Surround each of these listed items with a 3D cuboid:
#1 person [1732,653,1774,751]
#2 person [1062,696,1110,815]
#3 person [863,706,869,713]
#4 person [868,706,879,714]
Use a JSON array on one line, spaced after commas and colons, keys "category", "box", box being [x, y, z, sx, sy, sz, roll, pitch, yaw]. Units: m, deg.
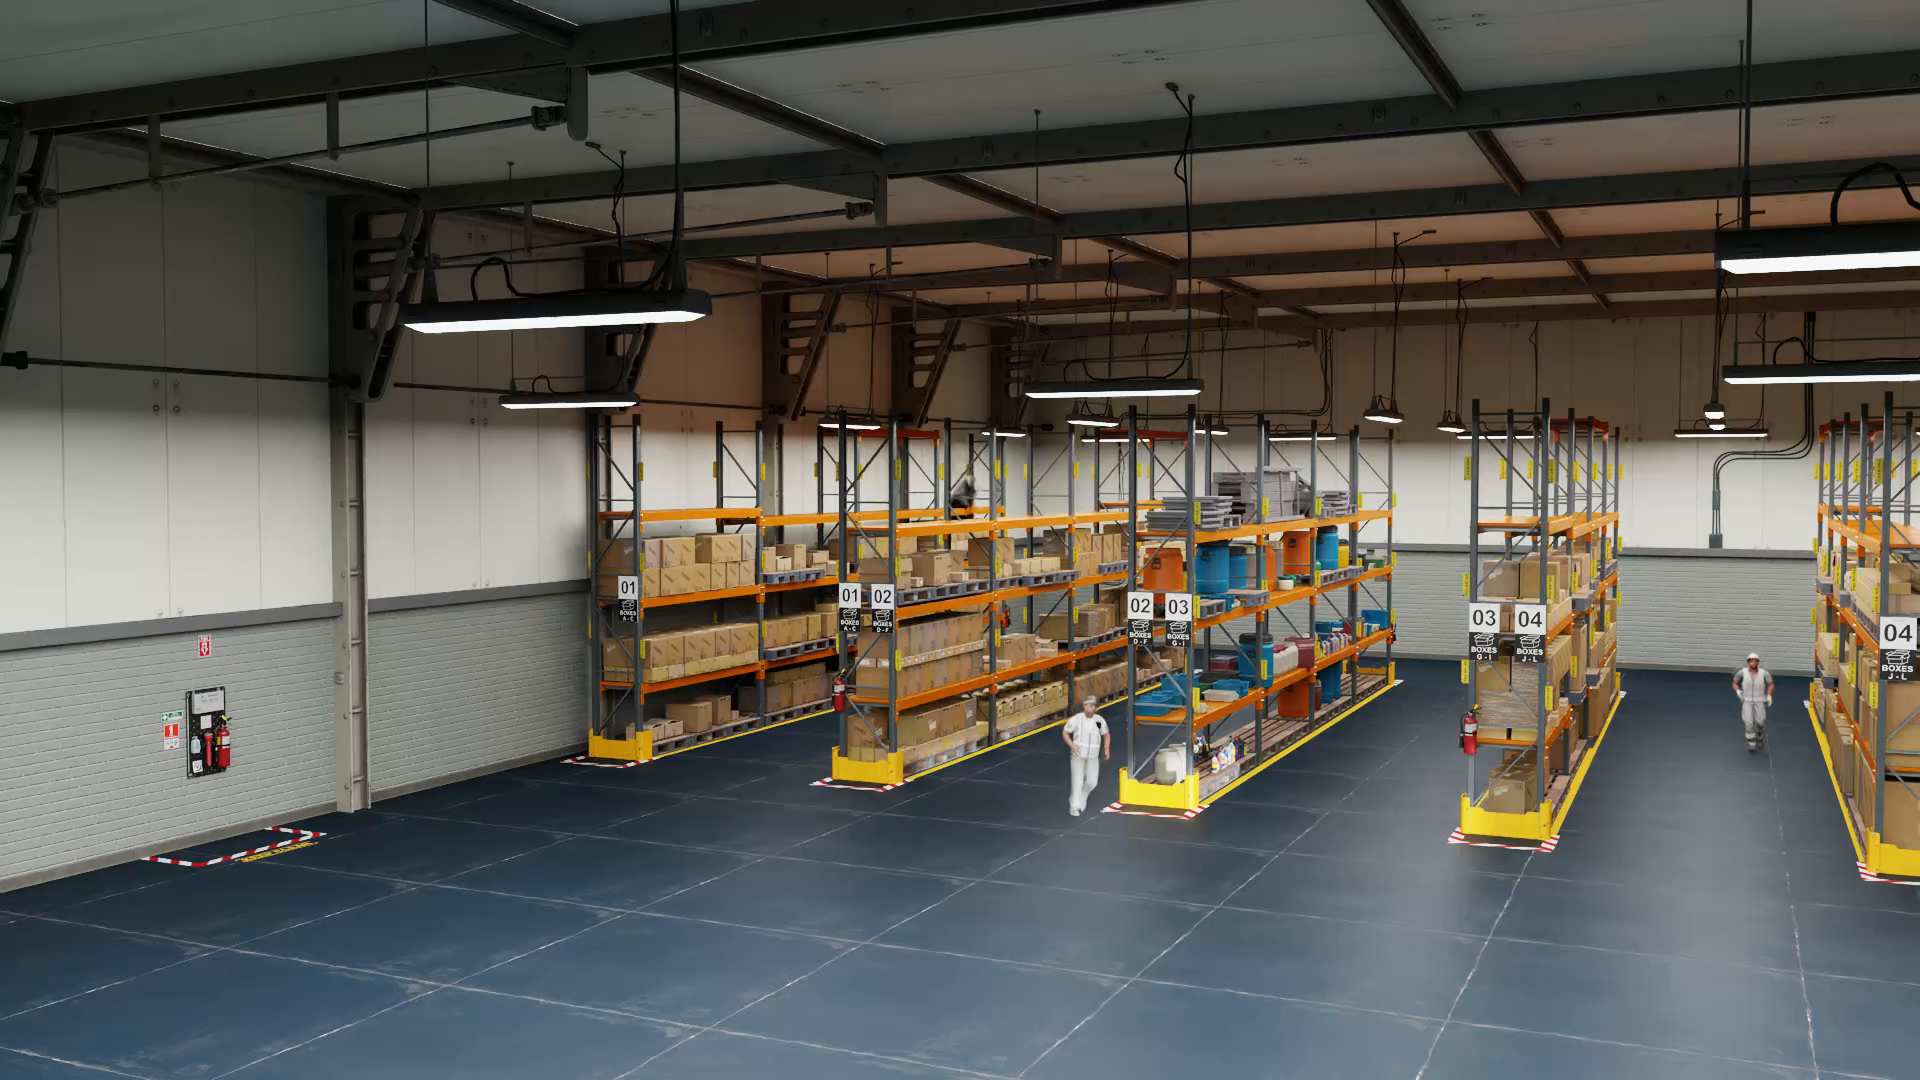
[{"category": "person", "box": [14.133, 2.898, 29.664, 0.669, 1.746, 0.542, 1, 3, 27]}, {"category": "person", "box": [1.868, 3.141, 24.271, 0.736, 1.732, 0.497, 0, 2, -10]}, {"category": "person", "box": [-1.622, 2.783, 31.575, 0.700, 1.794, 0.940, 0, 2, 12]}, {"category": "person", "box": [-1.479, 2.862, 30.847, 0.692, 1.734, 0.721, 1, 3, 22]}]
